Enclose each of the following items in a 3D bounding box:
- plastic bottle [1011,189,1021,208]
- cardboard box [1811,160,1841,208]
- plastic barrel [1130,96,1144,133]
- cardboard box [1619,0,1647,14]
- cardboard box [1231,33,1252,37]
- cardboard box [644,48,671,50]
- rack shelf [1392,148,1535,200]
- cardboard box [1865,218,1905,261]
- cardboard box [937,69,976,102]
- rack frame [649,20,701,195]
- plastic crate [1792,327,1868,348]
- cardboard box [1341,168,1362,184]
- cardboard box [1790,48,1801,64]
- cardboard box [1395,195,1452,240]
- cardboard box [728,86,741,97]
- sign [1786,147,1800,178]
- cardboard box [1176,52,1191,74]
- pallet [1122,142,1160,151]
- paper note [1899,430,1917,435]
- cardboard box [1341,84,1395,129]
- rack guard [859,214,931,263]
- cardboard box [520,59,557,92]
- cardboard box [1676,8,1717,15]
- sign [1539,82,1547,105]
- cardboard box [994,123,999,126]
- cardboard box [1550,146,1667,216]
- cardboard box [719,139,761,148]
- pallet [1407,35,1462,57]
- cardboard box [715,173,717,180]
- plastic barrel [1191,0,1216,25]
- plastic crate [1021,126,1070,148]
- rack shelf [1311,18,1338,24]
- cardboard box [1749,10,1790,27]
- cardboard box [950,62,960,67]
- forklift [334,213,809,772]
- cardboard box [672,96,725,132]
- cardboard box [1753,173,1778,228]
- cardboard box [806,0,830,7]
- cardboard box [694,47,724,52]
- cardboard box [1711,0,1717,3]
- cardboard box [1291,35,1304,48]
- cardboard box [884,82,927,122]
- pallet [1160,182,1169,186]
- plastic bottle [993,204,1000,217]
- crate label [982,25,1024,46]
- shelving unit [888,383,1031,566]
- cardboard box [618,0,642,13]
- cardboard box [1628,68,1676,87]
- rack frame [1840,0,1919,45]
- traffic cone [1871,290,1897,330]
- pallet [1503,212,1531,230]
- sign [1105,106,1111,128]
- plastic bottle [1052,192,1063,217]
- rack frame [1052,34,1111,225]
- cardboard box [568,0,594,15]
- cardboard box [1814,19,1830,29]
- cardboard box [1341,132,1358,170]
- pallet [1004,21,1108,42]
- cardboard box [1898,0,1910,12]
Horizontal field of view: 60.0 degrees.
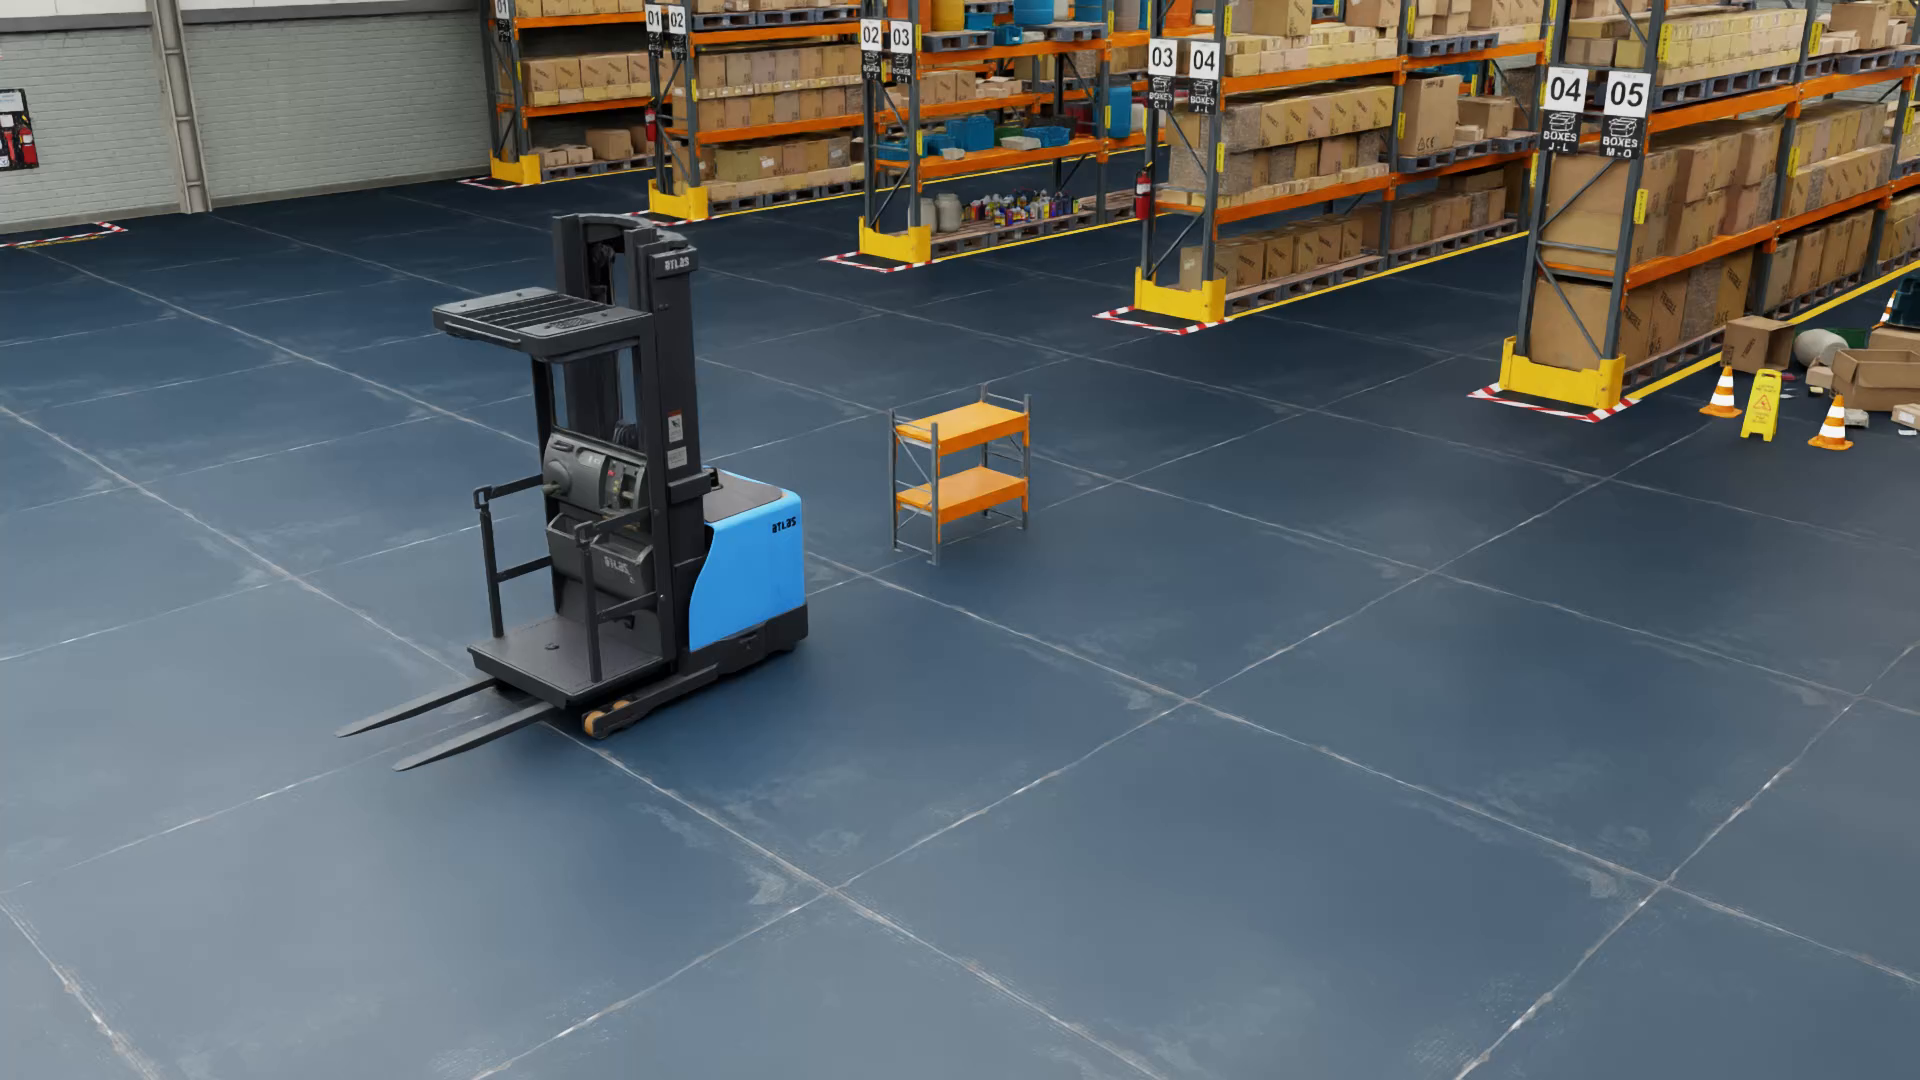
[{"bbox_3d":[0.858,-5.229,25.576,0.144,0.351,0.185,18,27,38],"label":"plastic bottle"},{"bbox_3d":[10.144,-4.277,19.883,0.500,0.500,0.500,19,28,40],"label":"cardboard box"},{"bbox_3d":[2.675,-6.666,26.049,0.433,0.535,0.433,0,21,0],"label":"plastic barrel"},{"bbox_3d":[10.582,-8.720,26.675,0.500,0.500,0.700,-19,28,-41],"label":"cardboard box"},{"bbox_3d":[3.376,-6.048,20.101,0.380,0.149,0.250,20,28,41],"label":"cardboard box"},{"bbox_3d":[-5.726,-9.112,31.737,0.500,0.500,0.500,18,28,39],"label":"cardboard box"},{"bbox_3d":[6.794,-5.351,23.817,1.077,0.370,4.000,19,28,41],"label":"rack shelf"},{"bbox_3d":[12.349,-4.080,22.409,0.500,0.500,0.500,18,27,38],"label":"cardboard box"},{"bbox_3d":[-0.065,-8.292,30.328,0.500,0.500,0.500,17,27,38],"label":"cardboard box"},{"bbox_3d":[-4.487,-6.624,26.129,1.000,3.000,0.127,19,28,41],"label":"rack frame"},{"bbox_3d":[9.700,-2.247,18.578,0.662,0.188,0.450,-6,12,-15],"label":"plastic crate"},{"bbox_3d":[4.966,-4.723,21.532,0.380,0.149,0.250,19,28,41],"label":"cardboard box"},{"bbox_3d":[8.857,-5.257,18.015,0.380,0.149,0.250,19,28,40],"label":"cardboard box"},{"bbox_3d":[6.579,-4.625,23.798,0.700,0.500,0.500,16,26,36],"label":"cardboard box"},{"bbox_3d":[-3.701,-7.153,26.461,0.380,0.149,0.250,19,28,41],"label":"cardboard box"},{"bbox_3d":[9.281,-4.208,18.523,0.100,0.325,0.005,19,28,41],"label":"sign"},{"bbox_3d":[2.763,-5.662,19.652,0.500,0.250,0.500,-19,28,-41],"label":"cardboard box"},{"bbox_3d":[3.344,-8.189,34.086,1.003,0.211,1.213,19,28,41],"label":"pallet"},{"bbox_3d":[8.942,-1.019,15.684,0.148,0.019,0.142,9,23,23],"label":"paper note"},{"bbox_3d":[5.282,-5.640,21.620,0.500,0.500,0.500,19,28,41],"label":"cardboard box"},{"bbox_3d":[-0.921,-4.248,23.431,1.175,0.500,0.348,19,28,41],"label":"rack guard"},{"bbox_3d":[-7.490,-8.200,29.364,0.500,0.500,0.500,19,28,41],"label":"cardboard box"},{"bbox_3d":[7.854,-5.598,17.791,0.380,0.149,0.250,19,28,40],"label":"cardboard box"},{"bbox_3d":[8.585,-6.571,24.485,0.100,0.325,0.005,19,28,41],"label":"sign"},{"bbox_3d":[0.518,-7.794,31.637,0.500,0.311,0.500,-19,28,-40],"label":"cardboard box"},{"bbox_3d":[6.378,-3.537,16.381,0.875,0.550,0.550,19,28,41],"label":"cardboard box"},{"bbox_3d":[-3.639,-6.360,27.643,0.500,0.500,0.500,19,28,41],"label":"cardboard box"},{"bbox_3d":[5.906,-6.617,22.190,1.213,0.211,1.003,19,28,41],"label":"pallet"},{"bbox_3d":[-3.984,-5.880,27.440,0.500,0.250,0.500,19,28,41],"label":"cardboard box"},{"bbox_3d":[3.912,-8.918,27.215,0.600,0.901,0.600,0,21,0],"label":"plastic barrel"},{"bbox_3d":[1.273,-5.990,24.686,0.499,0.251,0.616,19,28,41],"label":"plastic crate"},{"bbox_3d":[6.036,-9.019,29.179,1.077,0.370,4.000,19,28,41],"label":"rack shelf"},{"bbox_3d":[8.503,-5.500,17.535,0.380,0.149,0.250,19,28,41],"label":"cardboard box"},{"bbox_3d":[-0.214,-10.474,36.465,0.380,0.149,0.250,19,28,41],"label":"cardboard box"},{"bbox_3d":[-2.363,-0.379,9.976,1.130,2.935,3.031,17,27,37],"label":"forklift"},{"bbox_3d":[-4.152,-6.788,26.415,0.700,0.500,0.500,19,28,41],"label":"cardboard box"},{"bbox_3d":[8.633,-3.877,18.772,0.875,0.550,0.550,19,28,41],"label":"cardboard box"},{"bbox_3d":[-2.342,-8.818,27.226,0.380,0.149,0.250,19,28,41],"label":"cardboard box"},{"bbox_3d":[-4.869,-9.266,32.248,0.700,0.500,0.500,19,28,41],"label":"cardboard box"},{"bbox_3d":[12.641,-9.540,28.669,0.700,0.500,0.500,17,27,37],"label":"cardboard box"},{"bbox_3d":[3.898,-5.999,19.974,0.380,0.149,0.250,18,27,38],"label":"cardboard box"},{"bbox_3d":[-1.235,-9.492,36.001,0.750,0.750,0.750,19,28,40],"label":"cardboard box"},{"bbox_3d":[4.072,-5.949,28.258,1.003,0.211,1.213,19,28,41],"label":"pallet"},{"bbox_3d":[0.549,-4.983,25.145,0.097,0.201,0.097,0,21,0],"label":"plastic bottle"},{"bbox_3d":[0.602,-7.113,23.426,0.502,0.251,0.408,19,28,41],"label":"crate label"},{"bbox_3d":[0.005,-0.527,12.877,0.538,1.125,1.048,19,28,41],"label":"shelving unit"},{"bbox_3d":[-6.144,-9.877,30.243,0.500,0.500,0.500,18,27,39],"label":"cardboard box"},{"bbox_3d":[6.561,-4.410,15.812,0.380,0.149,0.250,20,28,41],"label":"cardboard box"},{"bbox_3d":[11.673,-7.733,20.652,1.000,3.000,0.127,19,28,41],"label":"rack frame"},{"bbox_3d":[10.900,-2.688,19.422,0.336,0.463,0.334,19,28,41],"label":"traffic cone"},{"bbox_3d":[8.793,-5.083,26.004,1.003,0.211,1.213,19,28,41],"label":"pallet"},{"bbox_3d":[2.237,-6.401,25.161,0.100,0.325,0.005,19,28,41],"label":"sign"},{"bbox_3d":[1.474,-5.094,25.225,0.144,0.351,0.185,18,27,38],"label":"plastic bottle"},{"bbox_3d":[1.850,-6.412,25.576,1.000,3.000,0.127,19,28,41],"label":"rack frame"},{"bbox_3d":[-6.866,-9.606,29.539,0.500,0.500,0.500,-19,28,-40],"label":"cardboard box"},{"bbox_3d":[10.302,-6.143,20.094,0.500,0.311,0.500,19,28,40],"label":"cardboard box"},{"bbox_3d":[4.667,-5.138,21.707,0.875,0.500,0.500,19,28,41],"label":"cardboard box"},{"bbox_3d":[1.417,-7.514,24.525,1.213,0.211,1.003,19,28,41],"label":"pallet"},{"bbox_3d":[12.651,-7.242,22.348,0.396,0.266,0.258,19,28,41],"label":"cardboard box"}]
